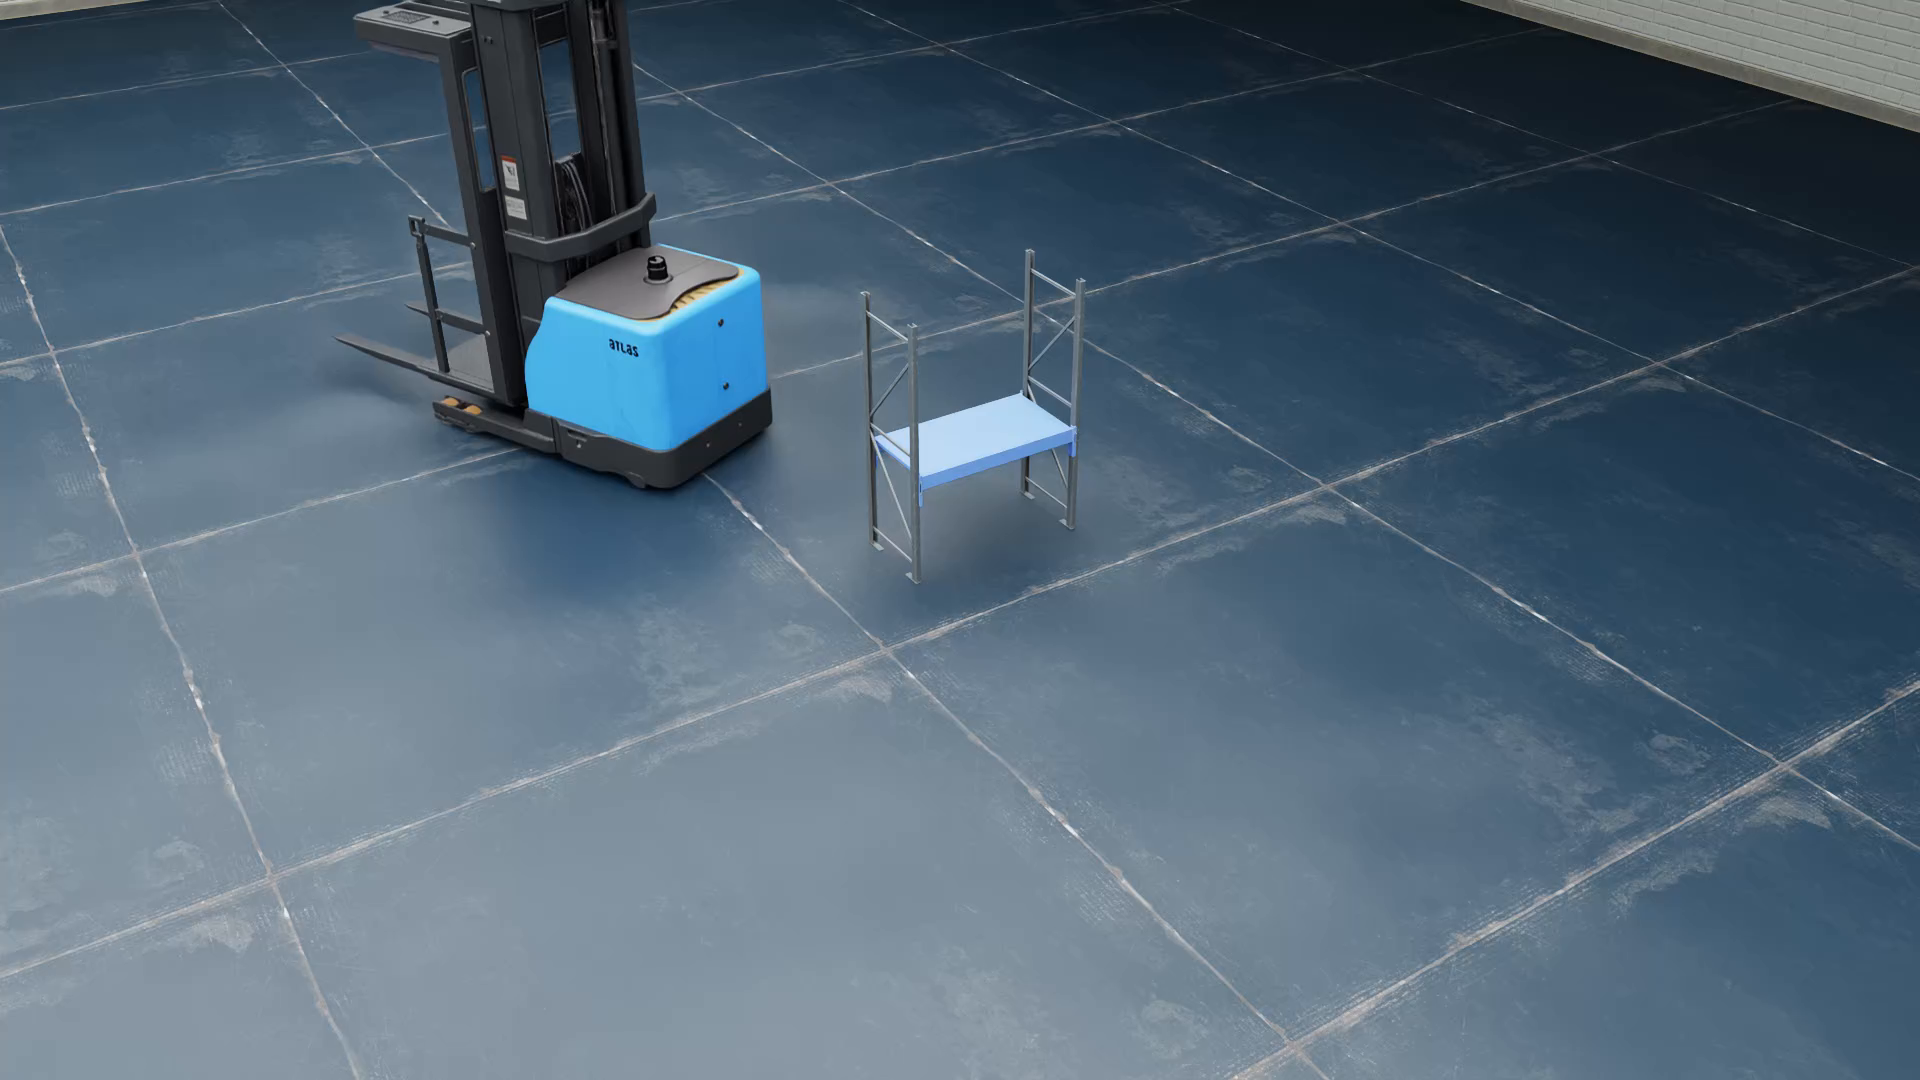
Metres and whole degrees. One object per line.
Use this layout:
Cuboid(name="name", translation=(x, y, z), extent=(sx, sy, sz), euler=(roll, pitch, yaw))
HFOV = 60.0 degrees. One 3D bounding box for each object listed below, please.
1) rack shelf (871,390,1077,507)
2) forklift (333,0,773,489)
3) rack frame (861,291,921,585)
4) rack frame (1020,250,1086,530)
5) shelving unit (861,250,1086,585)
Cuboid(name="rack shelf", translation=(0.072, -0.507, 8.985), extent=(1.000, 0.185, 0.538), euler=(-19, 37, -27))
Cuboid(name="forklift", translation=(-2.679, -2.120, 9.864), extent=(3.031, 2.935, 1.130), euler=(18, 37, 27))
Cuboid(name="rack frame", translation=(-0.356, -0.512, 8.656), extent=(0.032, 1.500, 0.500), euler=(-19, 37, -27))
Cuboid(name="rack frame", translation=(0.499, -0.806, 9.122), extent=(0.032, 1.500, 0.500), euler=(-19, 37, -27))
Cuboid(name="shelving unit", translation=(0.072, -0.659, 8.889), extent=(1.048, 1.500, 0.538), euler=(-19, 37, -27))
